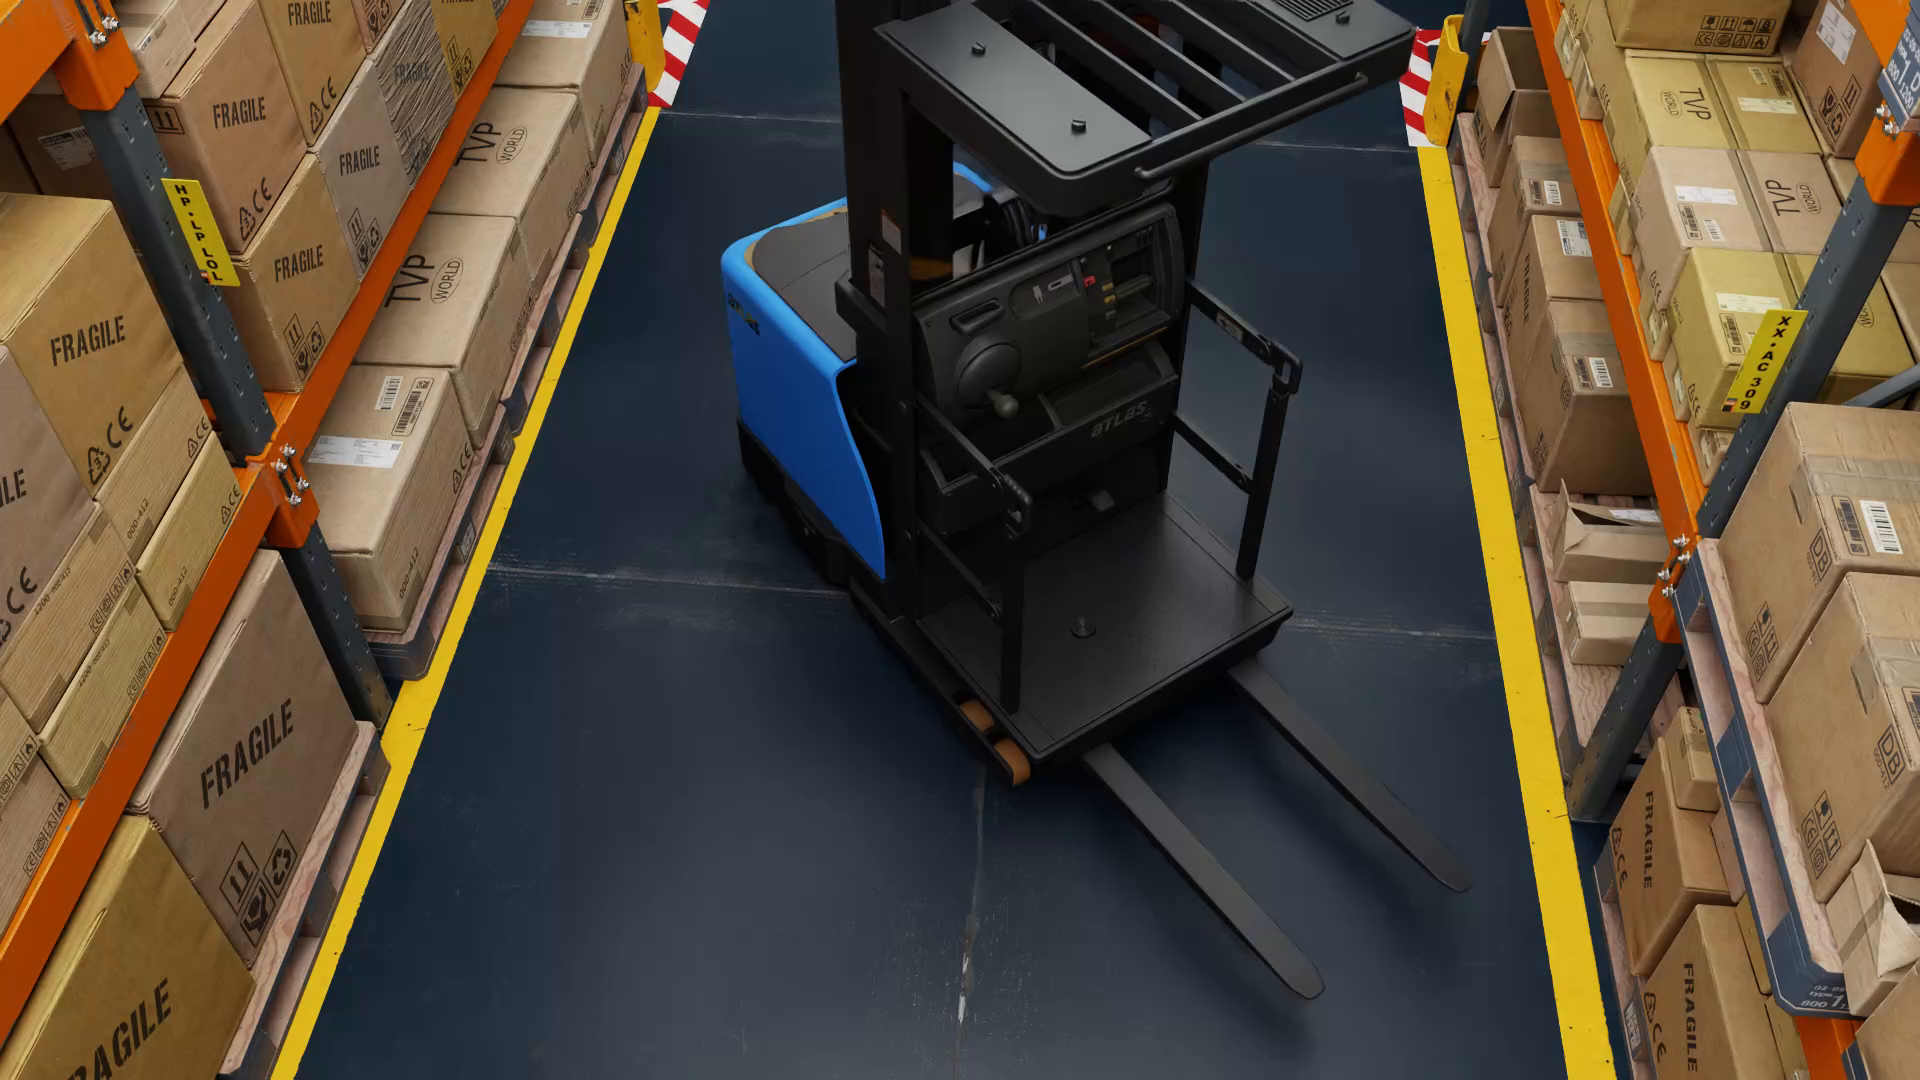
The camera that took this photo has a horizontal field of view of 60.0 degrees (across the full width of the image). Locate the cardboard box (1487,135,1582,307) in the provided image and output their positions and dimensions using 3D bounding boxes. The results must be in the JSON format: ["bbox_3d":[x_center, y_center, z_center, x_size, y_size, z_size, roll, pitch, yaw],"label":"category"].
[{"bbox_3d":[2.586,-1.275,6.793,0.700,0.500,0.500,6,48,5],"label":"cardboard box"}]

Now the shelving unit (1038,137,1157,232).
[{"bbox_3d":[0.283,-1.264,6.714,0.189,1.200,0.258,26,27,-38],"label":"shelving unit"}]

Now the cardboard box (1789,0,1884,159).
[{"bbox_3d":[2.889,-1.485,4.967,0.500,0.500,0.500,3,48,2],"label":"cardboard box"}]

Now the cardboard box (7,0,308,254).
[{"bbox_3d":[-2.171,-1.142,4.516,0.500,0.500,0.500,4,48,4],"label":"cardboard box"}]

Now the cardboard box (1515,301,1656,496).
[{"bbox_3d":[2.491,-0.512,6.095,0.700,0.500,0.500,2,48,2],"label":"cardboard box"}]

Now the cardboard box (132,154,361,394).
[{"bbox_3d":[-2.152,-0.798,4.879,0.500,0.500,0.500,5,48,5],"label":"cardboard box"}]

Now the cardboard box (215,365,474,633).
[{"bbox_3d":[-2.291,-0.168,5.823,0.875,0.438,0.875,3,48,3],"label":"cardboard box"}]

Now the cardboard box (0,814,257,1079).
[{"bbox_3d":[-2.507,1.264,4.217,0.875,0.875,0.875,5,48,5],"label":"cardboard box"}]

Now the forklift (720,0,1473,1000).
[{"bbox_3d":[0.410,-0.582,4.796,1.130,2.935,3.031,-27,53,-23],"label":"forklift"}]

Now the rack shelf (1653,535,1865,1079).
[{"bbox_3d":[2.306,1.607,3.235,1.077,0.370,4.000,4,48,4],"label":"rack shelf"}]

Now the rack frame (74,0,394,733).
[{"bbox_3d":[-2.455,-0.437,4.617,1.000,3.000,0.127,4,48,4],"label":"rack frame"}]

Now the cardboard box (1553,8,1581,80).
[{"bbox_3d":[2.382,-1.794,6.028,0.380,0.149,0.250,3,48,2],"label":"cardboard box"}]

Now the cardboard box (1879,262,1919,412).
[{"bbox_3d":[2.802,-0.502,4.576,0.500,0.250,0.500,3,48,3],"label":"cardboard box"}]

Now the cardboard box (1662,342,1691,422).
[{"bbox_3d":[2.268,-0.465,4.813,0.380,0.149,0.250,5,48,5],"label":"cardboard box"}]

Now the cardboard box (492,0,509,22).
[{"bbox_3d":[-1.969,-2.291,6.245,0.500,0.500,0.500,5,48,5],"label":"cardboard box"}]

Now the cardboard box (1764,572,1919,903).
[{"bbox_3d":[2.174,0.440,3.463,0.700,0.500,0.500,4,48,4],"label":"cardboard box"}]

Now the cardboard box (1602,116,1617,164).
[{"bbox_3d":[2.424,-1.405,5.673,0.380,0.149,0.250,4,48,3],"label":"cardboard box"}]

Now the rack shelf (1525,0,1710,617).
[{"bbox_3d":[2.670,-1.333,5.924,1.077,0.370,4.000,4,48,4],"label":"rack shelf"}]

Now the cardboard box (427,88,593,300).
[{"bbox_3d":[-2.127,-1.489,7.030,0.875,0.438,0.875,5,48,5],"label":"cardboard box"}]

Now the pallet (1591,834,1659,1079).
[{"bbox_3d":[2.451,1.435,4.794,1.003,0.211,1.213,4,48,4],"label":"pallet"}]

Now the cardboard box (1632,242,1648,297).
[{"bbox_3d":[2.318,-0.849,5.164,0.380,0.149,0.250,5,48,5],"label":"cardboard box"}]

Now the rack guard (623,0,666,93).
[{"bbox_3d":[-2.089,-2.550,8.244,1.175,0.500,0.348,4,48,4],"label":"rack guard"}]

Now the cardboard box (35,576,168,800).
[{"bbox_3d":[-2.293,0.334,4.013,0.500,0.250,0.500,3,48,3],"label":"cardboard box"}]

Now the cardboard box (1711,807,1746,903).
[{"bbox_3d":[2.242,0.831,4.427,0.380,0.149,0.250,3,48,2],"label":"cardboard box"}]

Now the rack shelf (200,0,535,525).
[{"bbox_3d":[-2.273,-1.664,6.227,1.077,0.370,4.000,4,48,4],"label":"rack shelf"}]

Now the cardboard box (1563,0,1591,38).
[{"bbox_3d":[2.454,-2.037,5.980,0.500,0.250,0.500,3,48,3],"label":"cardboard box"}]

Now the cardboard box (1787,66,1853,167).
[{"bbox_3d":[2.890,-1.250,5.260,0.500,0.250,0.500,5,48,4],"label":"cardboard box"}]

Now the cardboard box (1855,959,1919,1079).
[{"bbox_3d":[2.102,1.016,2.935,0.700,0.500,0.500,4,48,3],"label":"cardboard box"}]

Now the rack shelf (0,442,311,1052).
[{"bbox_3d":[-2.638,1.275,3.538,1.077,0.370,4.000,4,48,4],"label":"rack shelf"}]

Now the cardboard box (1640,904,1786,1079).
[{"bbox_3d":[2.181,1.328,4.412,0.500,0.500,0.500,3,48,3],"label":"cardboard box"}]

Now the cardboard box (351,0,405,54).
[{"bbox_3d":[-2.061,-1.888,5.199,0.500,0.500,0.500,5,48,4],"label":"cardboard box"}]

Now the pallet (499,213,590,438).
[{"bbox_3d":[-2.200,-0.948,6.974,1.003,0.211,1.213,4,48,4],"label":"pallet"}]

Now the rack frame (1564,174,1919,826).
[{"bbox_3d":[2.488,-0.106,4.314,1.000,3.000,0.127,4,48,4],"label":"rack frame"}]

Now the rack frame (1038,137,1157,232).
[{"bbox_3d":[0.348,-1.232,6.771,0.006,1.200,0.240,26,27,-38],"label":"rack frame"}]

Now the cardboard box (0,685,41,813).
[{"bbox_3d":[-2.333,0.534,3.492,0.500,0.250,0.500,5,48,4],"label":"cardboard box"}]

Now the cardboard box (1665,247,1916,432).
[{"bbox_3d":[2.291,-0.546,4.617,0.500,0.250,0.500,5,48,5],"label":"cardboard box"}]

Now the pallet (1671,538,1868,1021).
[{"bbox_3d":[2.306,0.539,3.855,1.003,0.211,1.213,4,48,4],"label":"pallet"}]

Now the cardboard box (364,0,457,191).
[{"bbox_3d":[-2.050,-1.533,5.551,0.500,0.500,0.500,4,48,4],"label":"cardboard box"}]

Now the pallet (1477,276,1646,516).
[{"bbox_3d":[2.660,-0.568,6.627,1.003,0.211,1.213,4,48,4],"label":"pallet"}]

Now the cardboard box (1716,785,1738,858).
[{"bbox_3d":[2.214,0.717,4.330,0.380,0.149,0.250,2,48,2],"label":"cardboard box"}]

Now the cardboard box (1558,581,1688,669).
[{"bbox_3d":[2.246,0.285,5.604,0.380,0.149,0.250,3,48,2],"label":"cardboard box"}]

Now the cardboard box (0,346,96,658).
[{"bbox_3d":[-2.286,-0.082,3.547,0.500,0.500,0.500,5,48,4],"label":"cardboard box"}]

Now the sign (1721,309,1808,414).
[{"bbox_3d":[1.947,-0.429,4.023,0.100,0.325,0.005,4,48,4],"label":"sign"}]

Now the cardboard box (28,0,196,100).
[{"bbox_3d":[-2.168,-1.242,4.168,0.380,0.149,0.250,3,48,3],"label":"cardboard box"}]

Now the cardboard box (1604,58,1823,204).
[{"bbox_3d":[2.381,-1.281,5.289,0.500,0.250,0.500,4,48,3],"label":"cardboard box"}]

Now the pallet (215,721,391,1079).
[{"bbox_3d":[-2.451,1.076,5.123,1.003,0.211,1.213,4,48,4],"label":"pallet"}]

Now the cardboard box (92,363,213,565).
[{"bbox_3d":[-2.254,-0.215,4.177,0.500,0.250,0.500,4,48,3],"label":"cardboard box"}]

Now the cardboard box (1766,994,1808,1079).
[{"bbox_3d":[2.219,1.223,4.068,0.380,0.149,0.250,3,48,3],"label":"cardboard box"}]
